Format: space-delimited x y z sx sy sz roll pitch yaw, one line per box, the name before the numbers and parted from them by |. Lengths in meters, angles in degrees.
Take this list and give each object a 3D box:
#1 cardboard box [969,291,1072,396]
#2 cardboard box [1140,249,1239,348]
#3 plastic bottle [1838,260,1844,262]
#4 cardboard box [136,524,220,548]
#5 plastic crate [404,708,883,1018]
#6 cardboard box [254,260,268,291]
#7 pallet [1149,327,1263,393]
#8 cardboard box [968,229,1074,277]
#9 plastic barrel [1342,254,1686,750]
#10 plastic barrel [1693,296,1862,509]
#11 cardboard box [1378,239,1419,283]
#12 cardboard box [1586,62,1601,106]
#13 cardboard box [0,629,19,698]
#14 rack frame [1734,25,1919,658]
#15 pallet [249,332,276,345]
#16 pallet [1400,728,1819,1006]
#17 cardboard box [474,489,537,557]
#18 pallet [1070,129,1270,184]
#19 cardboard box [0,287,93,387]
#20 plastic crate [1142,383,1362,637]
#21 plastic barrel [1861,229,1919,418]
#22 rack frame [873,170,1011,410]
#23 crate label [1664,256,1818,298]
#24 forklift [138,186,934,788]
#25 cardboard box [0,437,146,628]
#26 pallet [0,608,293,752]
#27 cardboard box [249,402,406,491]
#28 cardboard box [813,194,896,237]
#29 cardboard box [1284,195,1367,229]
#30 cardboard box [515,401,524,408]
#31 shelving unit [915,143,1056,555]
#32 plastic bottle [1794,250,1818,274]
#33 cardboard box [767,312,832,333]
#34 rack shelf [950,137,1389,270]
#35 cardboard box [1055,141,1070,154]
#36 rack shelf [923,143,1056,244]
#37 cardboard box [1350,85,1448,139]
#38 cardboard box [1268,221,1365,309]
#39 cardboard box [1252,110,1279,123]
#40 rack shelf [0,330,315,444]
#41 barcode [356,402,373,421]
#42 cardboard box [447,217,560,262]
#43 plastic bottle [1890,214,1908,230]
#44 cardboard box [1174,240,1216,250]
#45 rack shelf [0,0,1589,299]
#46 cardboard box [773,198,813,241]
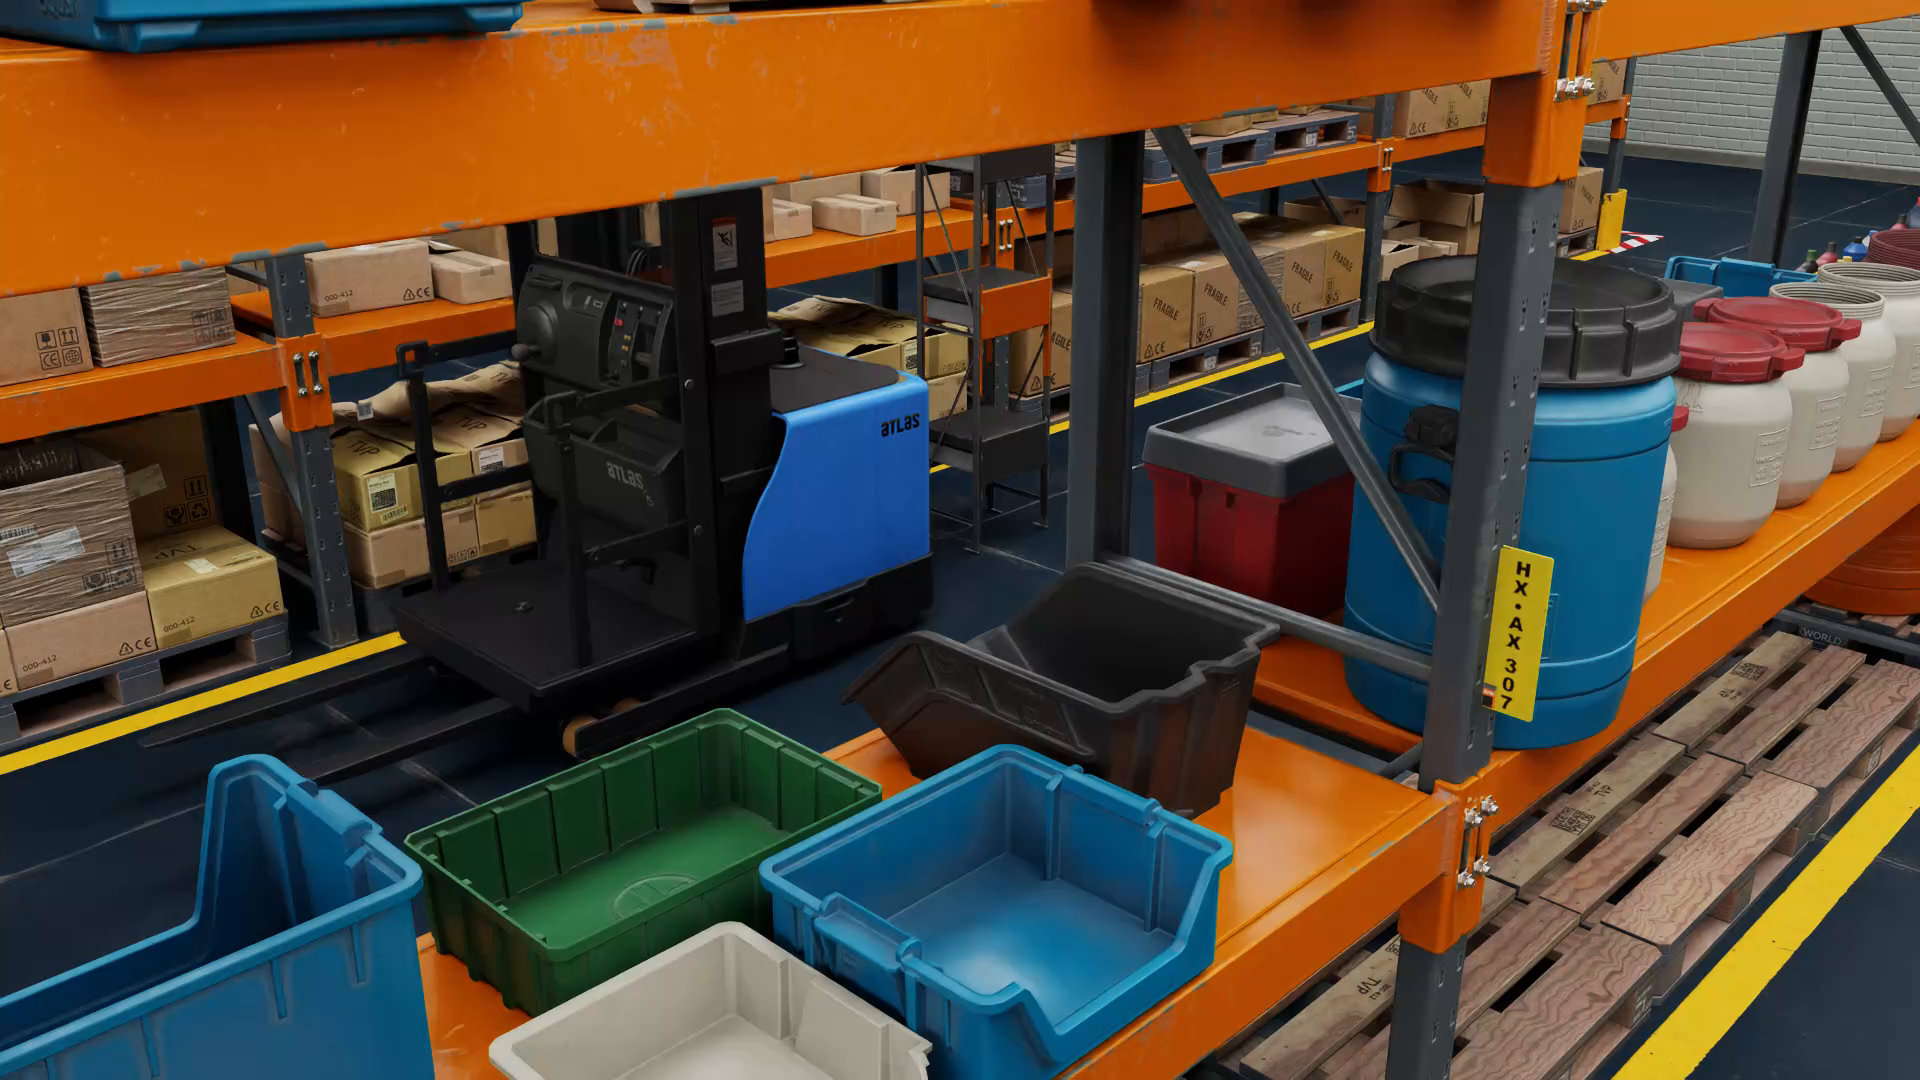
cardboard box | 0.403 -1.191 9.863 0.500 0.500 0.500 -19 28 -40
cardboard box | 1.478 -1.590 10.901 0.500 0.500 0.500 18 27 39
plastic bottle | 3.658 -1.069 6.951 0.097 0.201 0.097 0 21 0
cardboard box | -3.450 0.052 7.005 0.500 0.250 0.500 19 28 41
plastic crate | -0.512 0.539 2.786 0.450 0.188 0.662 19 28 41
cardboard box | -4.905 -1.948 11.833 0.700 0.500 0.500 19 28 40
pallet | 1.280 -1.300 11.162 1.003 0.211 1.213 19 28 41
cardboard box | 0.401 -1.810 10.429 0.500 0.250 0.500 -19 28 -40
plastic barrel | 1.123 -0.095 3.443 0.600 0.901 0.708 19 28 41
plastic barrel | 2.275 -0.392 4.725 0.433 0.535 0.433 0 21 0
cardboard box | 3.119 -2.139 12.594 0.500 0.311 0.500 19 28 41
cardboard box | 4.985 -3.892 13.881 0.500 0.500 0.500 20 28 41
cardboard box | -3.771 0.441 5.994 0.500 0.250 0.500 19 28 41
rack frame | 3.427 -0.866 6.147 1.000 3.000 0.127 19 28 41
pallet | -5.068 -1.532 11.765 1.003 0.211 1.213 19 28 41
pallet | 2.008 0.937 5.343 1.003 0.211 1.213 19 28 41
cardboard box | -2.093 -0.164 7.567 0.500 0.250 0.500 -19 28 -41
pallet | 1.234 -2.518 10.713 1.003 0.211 1.213 19 28 41
cardboard box | -3.578 -0.872 6.024 0.700 0.500 0.500 19 28 40
plastic crate | 0.755 -0.069 3.984 0.402 0.464 0.583 19 28 41
plastic barrel | 3.321 -0.735 5.615 0.600 0.536 0.708 19 28 41
rack frame | -0.119 -2.107 9.375 1.000 3.000 0.127 19 28 41
crate label | 2.540 -0.695 5.652 0.502 0.435 0.616 19 28 41
forklift | -1.504 -0.776 6.009 1.130 2.935 3.031 19 28 41
cardboard box | -3.434 -0.042 6.204 0.500 0.500 0.500 19 28 41
pallet | -3.494 0.417 6.696 1.003 0.211 1.213 19 28 41
cardboard box | -2.832 -0.429 7.475 0.500 0.311 0.500 19 28 41
cardboard box | -0.549 -1.689 8.639 0.380 0.149 0.250 19 28 41
cardboard box | 2.865 -2.391 12.986 0.500 0.500 0.500 19 28 41
cardboard box | -1.730 -0.558 7.810 0.500 0.311 0.500 18 27 39
shelving unit | 0.115 -1.023 7.809 0.431 2.100 0.503 19 28 41
plastic bottle | 3.404 -1.022 6.716 0.061 0.283 0.133 19 28 41
cardboard box | -1.055 -1.083 9.177 0.500 0.311 0.500 18 28 39
rack shelf | 1.276 -2.285 10.842 1.077 0.370 4.000 19 28 41
cardboard box | 0.239 -2.540 9.776 0.700 0.500 0.500 9 23 23
rack shelf | 0.116 -1.663 7.562 0.431 0.518 0.480 19 28 41
cardboard box | 3.222 -3.245 12.196 0.500 0.500 0.500 -19 28 -41
cardboard box | 2.532 -1.975 11.903 0.500 0.500 0.500 19 28 40
cardboard box | 1.746 -3.119 11.285 0.500 0.500 0.700 -15 26 -34
rack shelf | -4.305 -0.229 5.491 1.077 0.370 4.000 19 28 41
barcode | -2.433 -0.527 6.797 0.001 0.075 0.075 19 28 41
cardboard box | -1.995 -1.454 7.537 0.500 0.500 0.500 -18 27 -38
plastic bottle | 4.201 -1.316 7.481 0.061 0.283 0.133 19 28 41
cardboard box | 1.441 -1.844 11.562 0.500 0.500 0.500 20 29 41
rack shelf | -0.758 -0.388 1.725 1.077 0.370 4.000 19 28 41
cardboard box | -0.968 -1.648 8.531 0.250 0.149 0.380 -18 27 -38
